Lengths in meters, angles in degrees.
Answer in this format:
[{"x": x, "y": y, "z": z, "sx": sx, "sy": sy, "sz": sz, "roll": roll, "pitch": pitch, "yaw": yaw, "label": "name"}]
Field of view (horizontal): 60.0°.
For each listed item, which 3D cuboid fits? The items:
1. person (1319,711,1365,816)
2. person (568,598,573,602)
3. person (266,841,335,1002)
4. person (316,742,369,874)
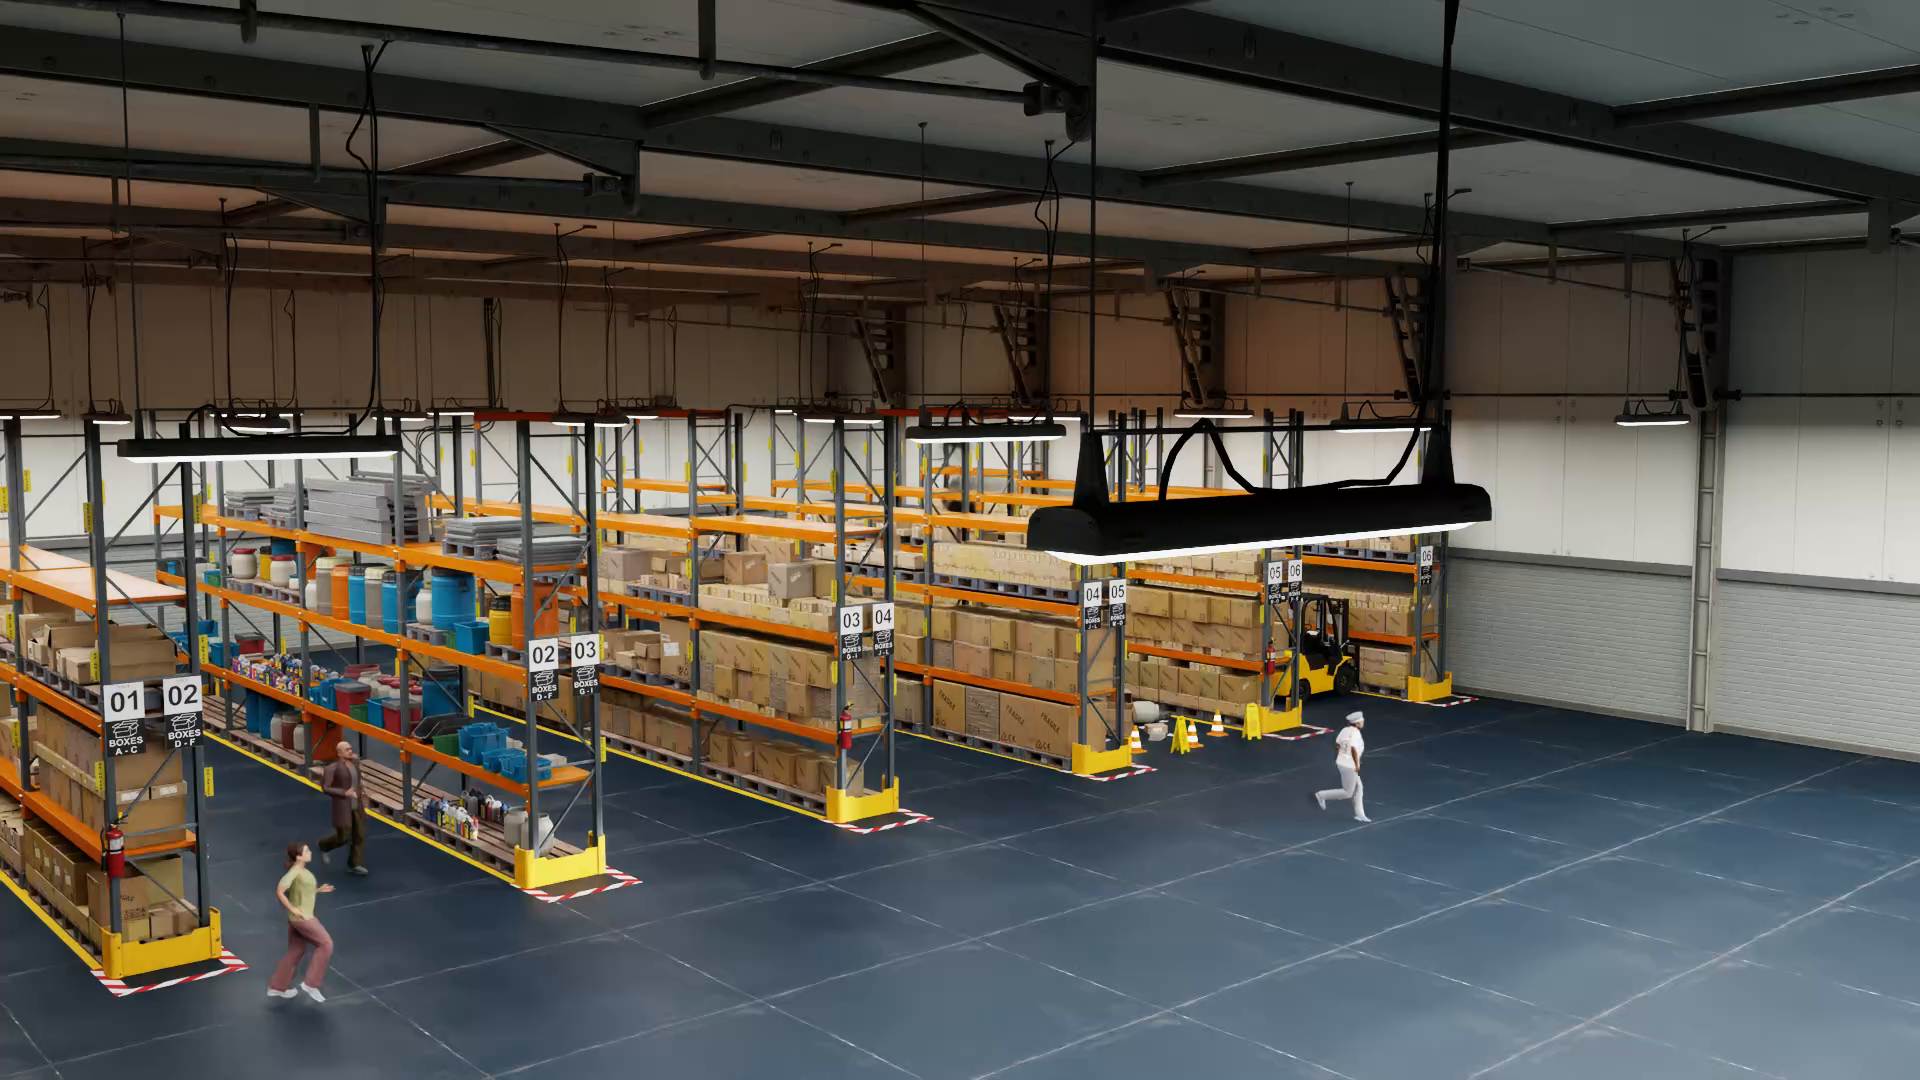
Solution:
[{"x": 5.651, "y": 3.320, "z": 24.596, "sx": 0.708, "sy": 1.567, "sz": 0.579, "roll": -1, "pitch": 5, "yaw": -6, "label": "person"}, {"x": -9.151, "y": 2.146, "z": 38.954, "sx": 0.567, "sy": 1.545, "sz": 0.482, "roll": -3, "pitch": 6, "yaw": -33, "label": "person"}, {"x": -6.872, "y": 3.982, "z": 17.347, "sx": 0.689, "sy": 1.708, "sz": 0.556, "roll": -2, "pitch": 5, "yaw": -24, "label": "person"}, {"x": -8.149, "y": 3.523, "z": 21.988, "sx": 0.835, "sy": 1.745, "sz": 0.712, "roll": 2, "pitch": 6, "yaw": 26, "label": "person"}]
